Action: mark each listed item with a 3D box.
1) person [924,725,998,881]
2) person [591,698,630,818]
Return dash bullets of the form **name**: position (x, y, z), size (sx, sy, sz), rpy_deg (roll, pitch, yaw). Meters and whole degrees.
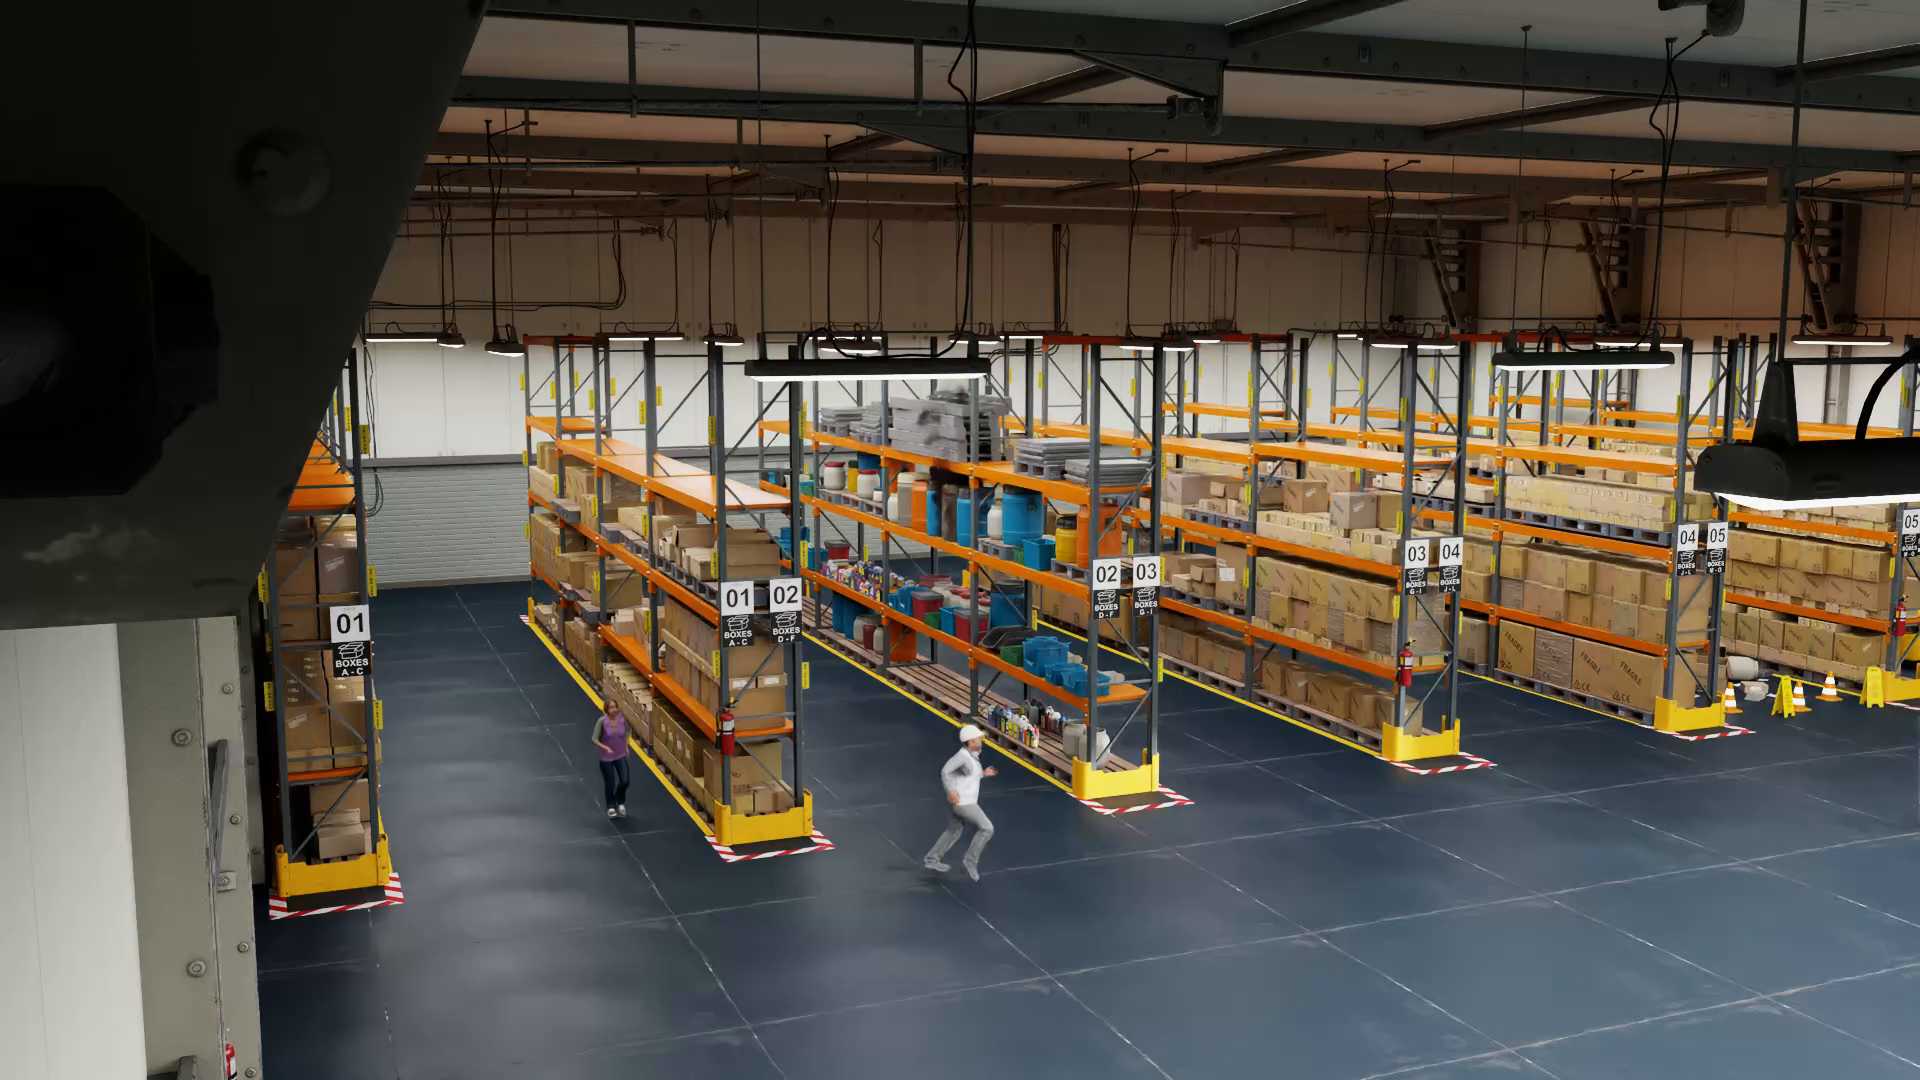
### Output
- **person**: position (0.008, 2.978, 18.854), size (0.849, 1.795, 0.609), rpy_deg (0, 8, -2)
- **person**: position (-4.372, 2.810, 20.992), size (0.541, 1.475, 0.604), rpy_deg (-4, 8, -26)
